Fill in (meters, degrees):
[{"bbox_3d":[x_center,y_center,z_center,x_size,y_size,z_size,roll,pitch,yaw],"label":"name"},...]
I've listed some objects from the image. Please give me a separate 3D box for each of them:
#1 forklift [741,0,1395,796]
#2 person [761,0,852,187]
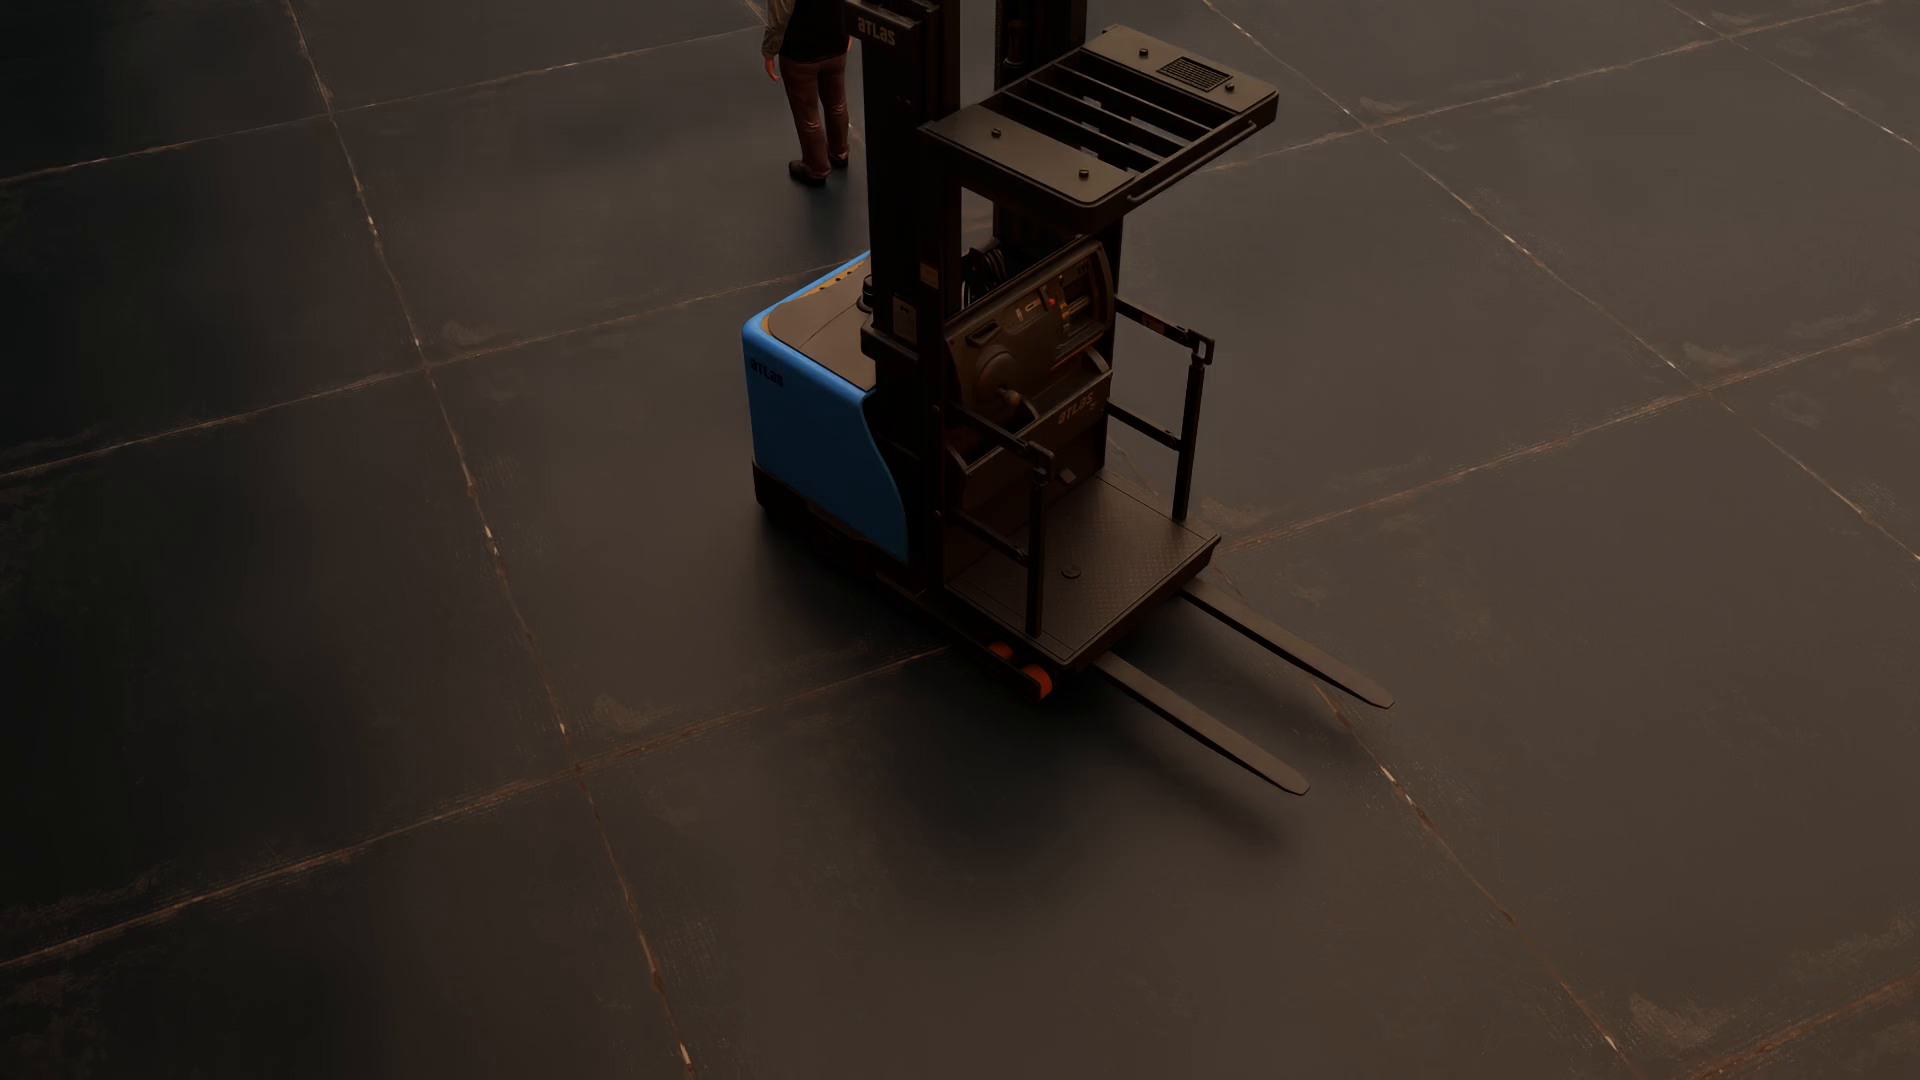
[{"bbox_3d":[0.445,-0.788,6.525,3.031,2.935,1.130,32,52,30],"label":"forklift"},{"bbox_3d":[-0.891,-2.861,9.622,0.633,1.722,0.566,-27,49,-26],"label":"person"}]
